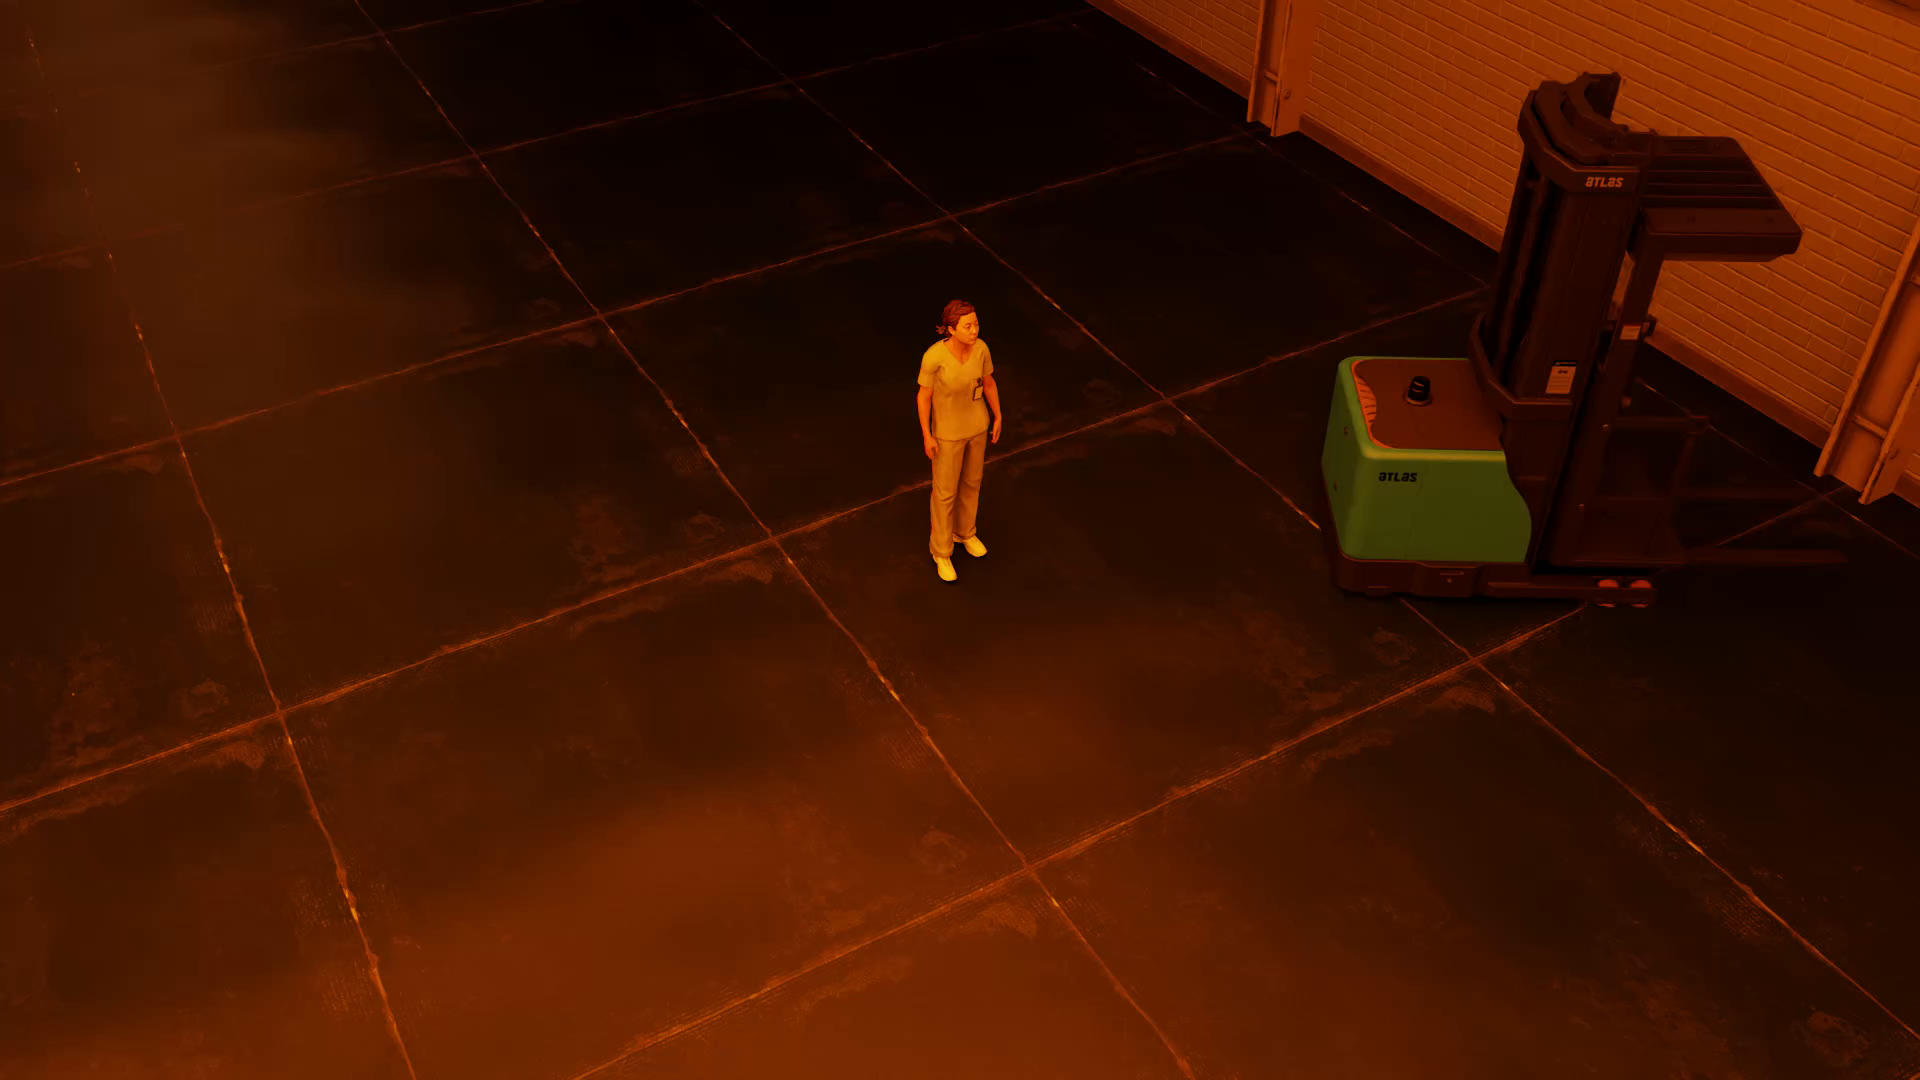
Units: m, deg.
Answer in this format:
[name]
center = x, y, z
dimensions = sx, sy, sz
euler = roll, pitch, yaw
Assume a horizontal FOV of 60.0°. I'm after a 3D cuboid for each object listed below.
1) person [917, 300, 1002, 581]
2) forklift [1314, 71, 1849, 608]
[person]
center = 0.026, -0.605, 9.738
dimensions = 0.550, 1.673, 0.548
euler = -20, 44, -23
[forklift]
center = 3.755, -1.075, 9.332
dimensions = 3.031, 2.935, 1.130
euler = 1, 40, 1
